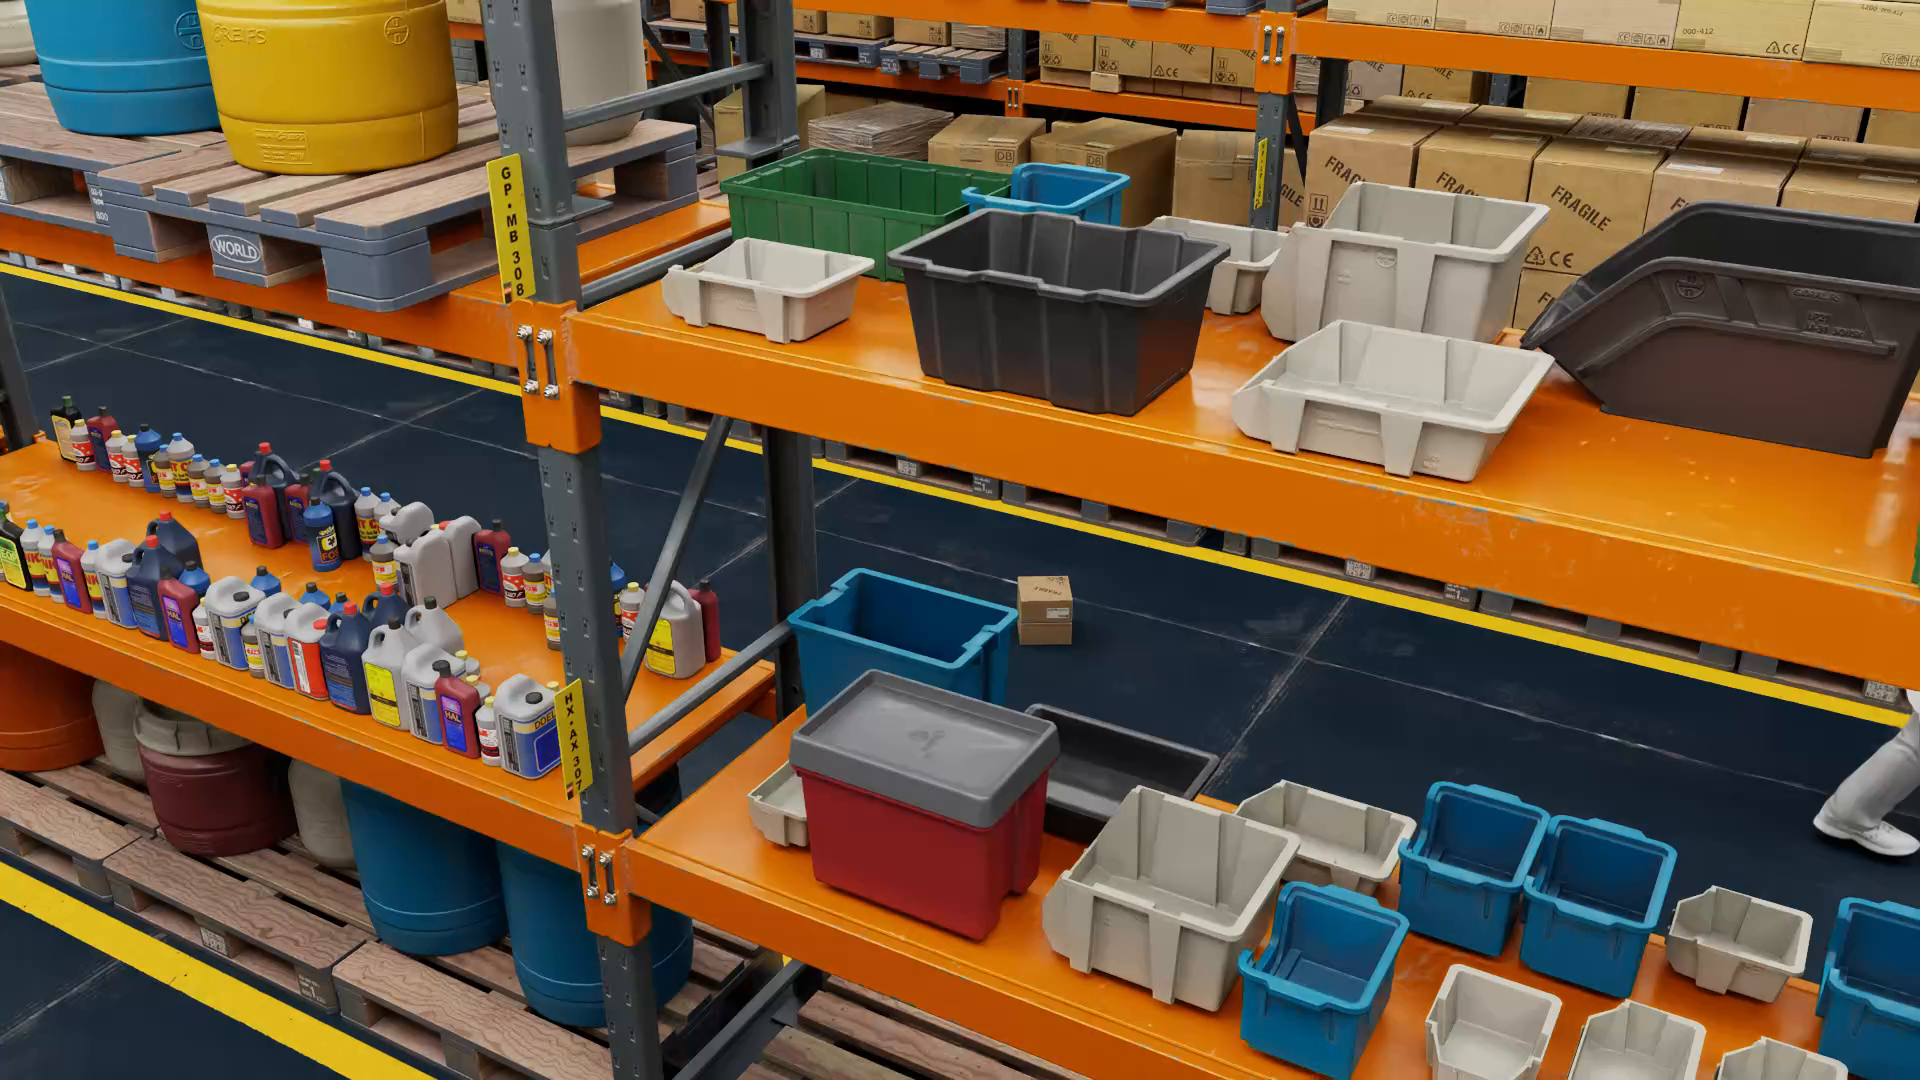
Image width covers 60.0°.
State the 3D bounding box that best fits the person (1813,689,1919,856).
[{"bbox_3d":[3.914,0.470,6.139,1.048,1.731,0.567,11,28,21],"label":"person"}]
